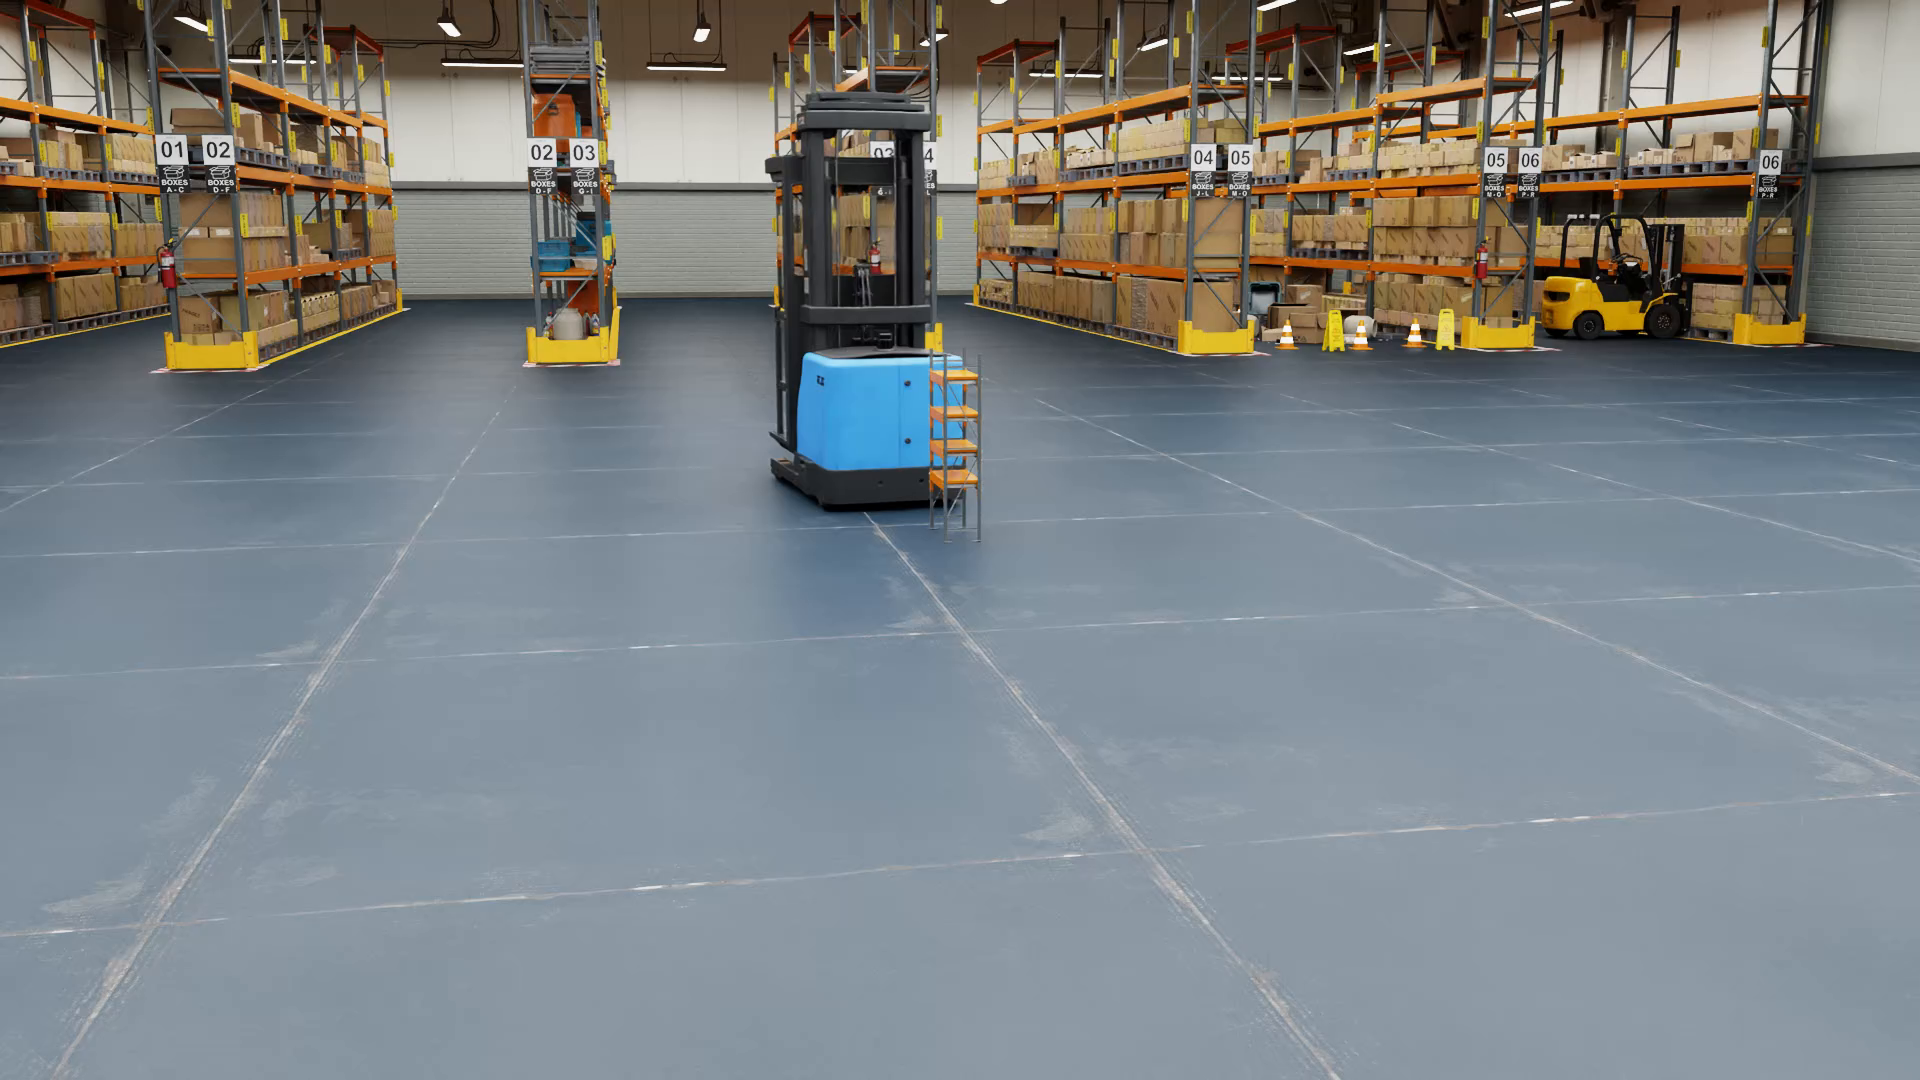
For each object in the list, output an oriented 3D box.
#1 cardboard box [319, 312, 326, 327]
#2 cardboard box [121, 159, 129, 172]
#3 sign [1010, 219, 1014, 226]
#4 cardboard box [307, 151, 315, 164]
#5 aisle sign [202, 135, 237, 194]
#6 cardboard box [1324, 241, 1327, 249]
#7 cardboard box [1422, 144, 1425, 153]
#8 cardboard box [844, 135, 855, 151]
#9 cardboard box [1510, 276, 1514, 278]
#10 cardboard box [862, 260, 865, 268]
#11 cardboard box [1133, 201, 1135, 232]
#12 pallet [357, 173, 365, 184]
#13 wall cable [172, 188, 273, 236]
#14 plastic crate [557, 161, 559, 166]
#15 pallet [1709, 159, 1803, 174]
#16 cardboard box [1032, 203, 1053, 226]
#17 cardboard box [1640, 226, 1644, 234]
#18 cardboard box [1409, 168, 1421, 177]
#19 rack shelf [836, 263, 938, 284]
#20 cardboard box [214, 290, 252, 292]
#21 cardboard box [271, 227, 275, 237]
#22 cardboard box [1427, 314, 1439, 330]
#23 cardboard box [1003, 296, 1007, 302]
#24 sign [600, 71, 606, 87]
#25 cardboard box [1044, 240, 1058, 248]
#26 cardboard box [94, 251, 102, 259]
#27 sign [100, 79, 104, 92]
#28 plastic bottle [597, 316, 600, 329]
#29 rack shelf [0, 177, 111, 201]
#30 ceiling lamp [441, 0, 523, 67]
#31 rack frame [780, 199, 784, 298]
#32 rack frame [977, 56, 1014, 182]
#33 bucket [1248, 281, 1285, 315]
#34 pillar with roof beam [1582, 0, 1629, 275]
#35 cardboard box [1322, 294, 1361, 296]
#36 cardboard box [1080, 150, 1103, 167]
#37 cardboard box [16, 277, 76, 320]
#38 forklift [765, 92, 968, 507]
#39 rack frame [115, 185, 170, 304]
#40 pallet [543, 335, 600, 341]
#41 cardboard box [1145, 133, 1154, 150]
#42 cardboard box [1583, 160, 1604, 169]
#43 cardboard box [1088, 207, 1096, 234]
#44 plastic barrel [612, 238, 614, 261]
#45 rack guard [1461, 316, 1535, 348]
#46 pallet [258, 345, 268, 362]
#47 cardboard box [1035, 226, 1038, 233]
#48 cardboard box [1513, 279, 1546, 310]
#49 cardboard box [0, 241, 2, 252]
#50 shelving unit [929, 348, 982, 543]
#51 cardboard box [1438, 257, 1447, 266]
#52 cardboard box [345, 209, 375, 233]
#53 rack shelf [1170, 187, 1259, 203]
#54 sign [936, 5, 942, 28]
[{"bbox_3d":[-11.482,-3.876,29.270,0.500,0.250,0.500,-2,11,-10],"label":"cardboard box"},{"bbox_3d":[-17.722,-7.828,34.788,0.500,0.250,0.500,-2,11,-12],"label":"cardboard box"},{"bbox_3d":[1.169,-7.048,37.390,0.100,0.325,0.005,-2,11,-11],"label":"sign"},{"bbox_3d":[-11.862,-6.819,29.755,0.500,0.250,0.500,-2,11,-9],"label":"cardboard box"},{"bbox_3d":[-10.256,-5.198,23.032,0.394,0.787,0.004,-2,11,-11],"label":"aisle sign"},{"bbox_3d":[7.474,-5.878,33.104,0.380,0.149,0.250,-2,11,-9],"label":"cardboard box"},{"bbox_3d":[8.216,-6.766,28.737,0.380,0.149,0.250,-2,11,-10],"label":"cardboard box"},{"bbox_3d":[-1.624,-6.836,29.166,0.797,0.503,0.637,-3,11,-14],"label":"cardboard box"},{"bbox_3d":[12.360,-5.744,36.680,0.380,0.149,0.250,-2,11,-9],"label":"cardboard box"},{"bbox_3d":[-1.369,-4.432,26.629,0.380,0.149,0.250,-2,11,-11],"label":"cardboard box"},{"bbox_3d":[3.515,-5.616,28.889,0.875,0.550,0.550,-2,11,-11],"label":"cardboard box"},{"bbox_3d":[-12.845,-7.382,33.938,1.213,0.211,1.003,-2,11,-11],"label":"pallet"},{"bbox_3d":[-19.289,-9.148,42.995,3.097,2.526,0.112,-2,11,-11],"label":"wall cable"},{"bbox_3d":[-6.376,-5.906,25.724,0.392,0.384,0.575,-2,11,-11],"label":"plastic crate"},{"bbox_3d":[13.625,-6.384,28.428,1.003,0.211,1.213,-2,11,-11],"label":"pallet"},{"bbox_3d":[1.851,-7.422,37.933,0.500,0.500,0.500,-2,11,-10],"label":"cardboard box"},{"bbox_3d":[12.893,-5.762,30.946,0.380,0.149,0.250,-2,11,-11],"label":"cardboard box"},{"bbox_3d":[8.076,-6.420,29.053,0.380,0.149,0.250,-2,11,-12],"label":"cardboard box"},{"bbox_3d":[-1.240,-4.295,27.163,1.077,0.370,4.000,-2,11,-11],"label":"rack shelf"},{"bbox_3d":[-11.459,-3.692,26.295,0.500,0.500,0.500,-2,11,-11],"label":"cardboard box"},{"bbox_3d":[-10.888,-4.795,25.862,0.380,0.149,0.250,-2,11,-11],"label":"cardboard box"},{"bbox_3d":[8.355,-3.731,28.508,0.500,0.250,0.500,-2,11,-11],"label":"cardboard box"},{"bbox_3d":[1.206,-5.606,38.631,0.380,0.149,0.250,-2,11,-13],"label":"cardboard box"},{"bbox_3d":[-5.946,-7.697,27.630,0.100,0.325,0.005,-2,11,-11],"label":"sign"},{"bbox_3d":[1.931,-6.067,34.100,0.380,0.149,0.250,-2,11,-10],"label":"cardboard box"},{"bbox_3d":[-17.231,-5.636,32.903,0.380,0.149,0.250,-2,11,-11],"label":"cardboard box"},{"bbox_3d":[-19.085,-10.140,36.984,0.100,0.325,0.005,-2,11,-11],"label":"sign"},{"bbox_3d":[-5.970,-3.546,27.390,0.061,0.283,0.133,-1,11,-7],"label":"plastic bottle"},{"bbox_3d":[-17.373,-6.695,31.753,1.077,0.370,4.000,-2,11,-11],"label":"rack shelf"},{"bbox_3d":[-11.748,-13.254,40.651,2.000,3.185,0.800,-2,11,-11],"label":"ceiling lamp"},{"bbox_3d":[-3.960,-7.216,40.587,0.949,2.616,0.053,-2,11,-11],"label":"rack frame"},{"bbox_3d":[0.922,-10.325,40.876,1.000,3.000,0.127,-2,11,-11],"label":"rack frame"},{"bbox_3d":[5.543,-4.374,30.347,0.726,0.611,0.620,2,1,9],"label":"bucket"},{"bbox_3d":[9.096,-8.875,33.256,9.100,9.000,0.548,-2,11,-11],"label":"pillar with roof beam"},{"bbox_3d":[7.565,-4.786,33.722,0.950,0.372,0.625,-2,11,-12],"label":"cardboard box"},{"bbox_3d":[2.600,-7.269,31.690,0.500,0.311,0.500,-2,11,-12],"label":"cardboard box"},{"bbox_3d":[-16.998,-4.498,30.934,0.750,0.750,0.750,-2,11,-12],"label":"cardboard box"},{"bbox_3d":[-0.874,-1.910,12.895,1.130,2.935,3.031,-3,11,-17],"label":"forklift"},{"bbox_3d":[-18.540,-6.676,37.747,1.000,3.000,0.127,-2,11,-11],"label":"rack frame"},{"bbox_3d":[-6.157,-3.116,26.505,1.003,0.211,1.213,-2,11,-11],"label":"pallet"},{"bbox_3d":[3.373,-6.601,27.546,0.500,0.250,0.500,-2,11,-10],"label":"cardboard box"},{"bbox_3d":[12.448,-7.353,32.565,0.380,0.149,0.250,-2,11,-11],"label":"cardboard box"},{"bbox_3d":[2.856,-6.088,31.717,0.700,0.500,0.500,-2,11,-12],"label":"cardboard box"},{"bbox_3d":[-6.878,-5.561,31.529,0.600,0.536,0.708,-2,11,-11],"label":"plastic barrel"},{"bbox_3d":[8.855,-3.428,27.369,1.175,0.500,0.348,-2,11,-11],"label":"rack guard"},{"bbox_3d":[-10.759,-2.691,24.269,1.003,0.211,1.213,-2,11,-11],"label":"pallet"},{"bbox_3d":[1.779,-6.502,34.793,0.380,0.149,0.250,-2,11,-9],"label":"cardboard box"},{"bbox_3d":[12.289,-5.215,35.302,0.875,0.625,0.625,-2,11,-9],"label":"cardboard box"},{"bbox_3d":[-16.532,-5.057,27.799,0.700,0.500,0.500,-1,11,-3],"label":"cardboard box"},{"bbox_3d":[-0.032,-0.620,10.744,0.258,1.200,0.503,-2,11,-11],"label":"shelving unit"},{"bbox_3d":[8.320,-4.716,28.122,0.380,0.149,0.250,-2,11,-10],"label":"cardboard box"},{"bbox_3d":[-12.719,-6.760,35.248,0.500,0.500,0.500,-2,11,-10],"label":"cardboard box"},{"bbox_3d":[6.146,-8.330,40.340,1.077,0.370,4.000,-2,11,-11],"label":"rack shelf"},{"bbox_3d":[-0.319,-7.746,24.617,0.100,0.325,0.005,-2,11,-11],"label":"sign"}]
